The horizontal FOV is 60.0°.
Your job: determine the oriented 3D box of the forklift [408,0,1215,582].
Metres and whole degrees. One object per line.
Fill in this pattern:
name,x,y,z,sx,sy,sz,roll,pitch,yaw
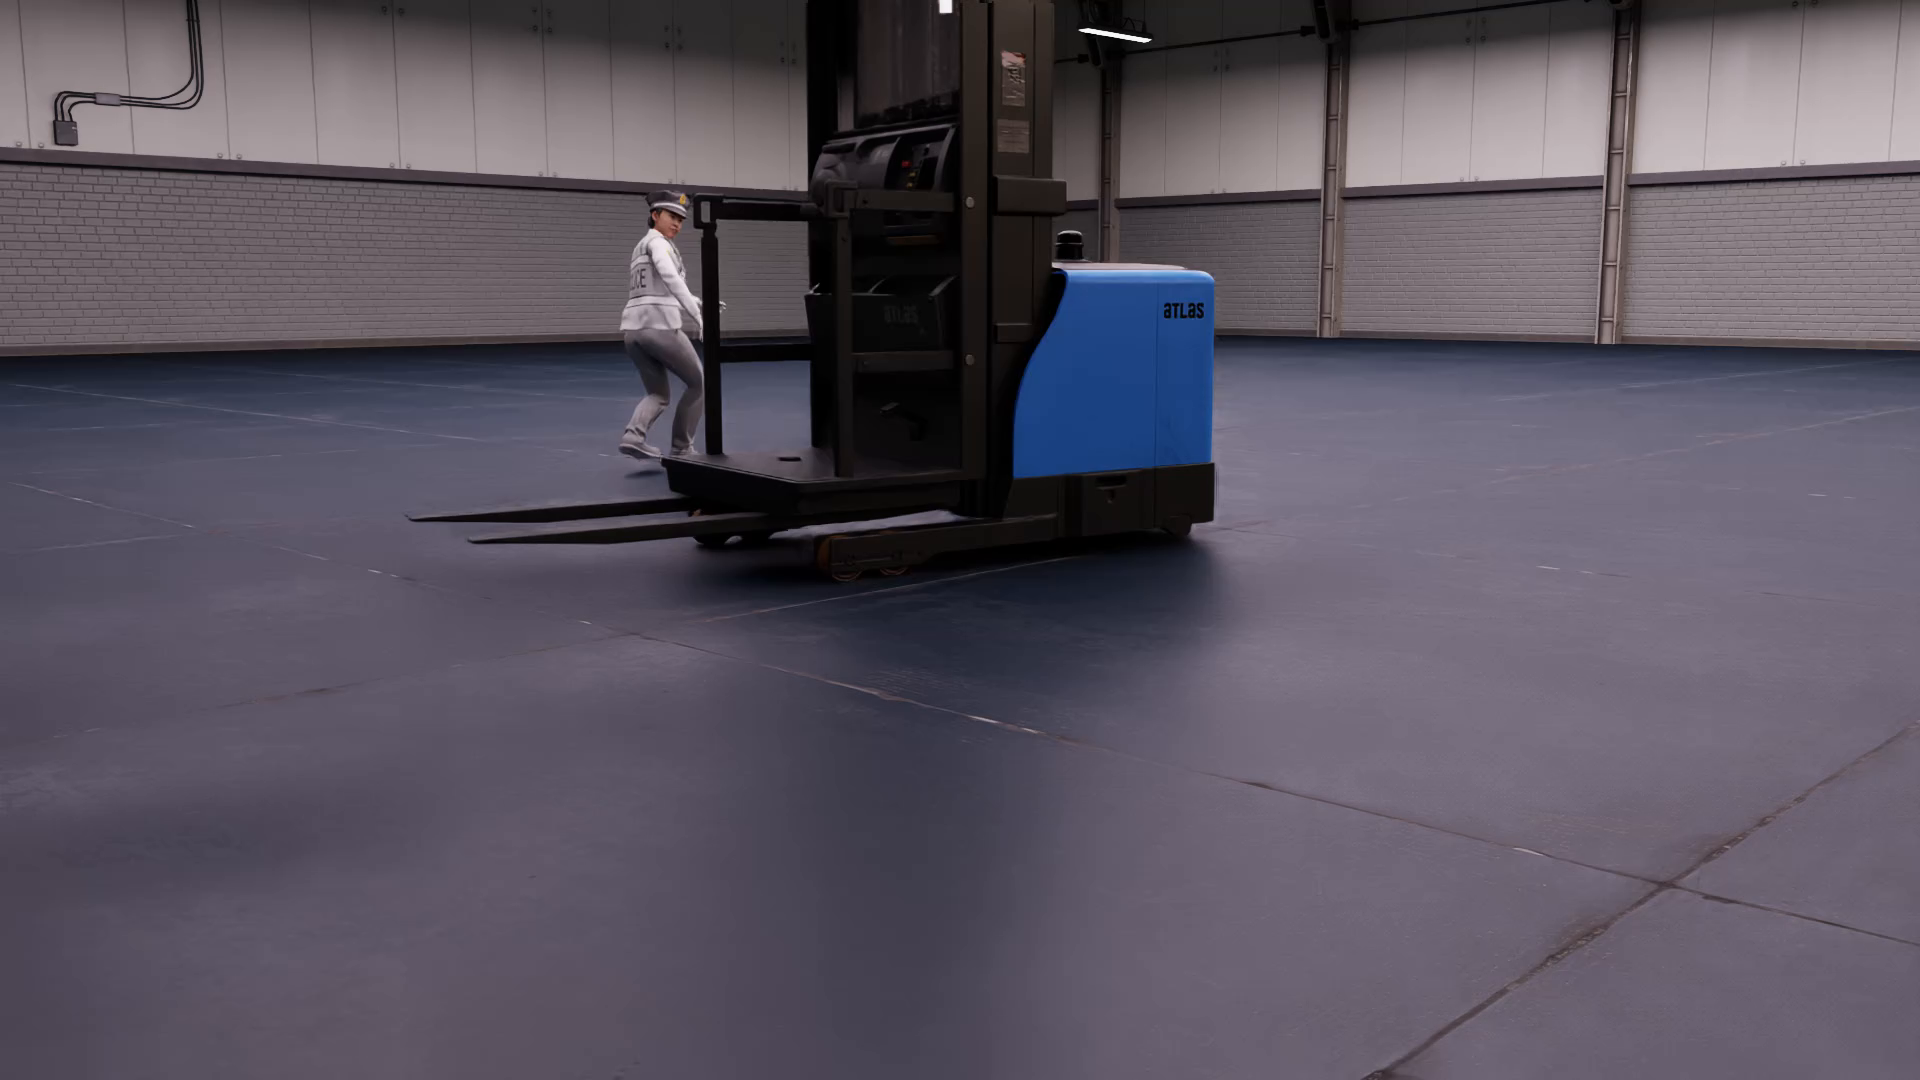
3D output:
forklift,-0.467,-1.393,6.122,3.031,2.935,1.130,-6,10,-35

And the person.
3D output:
person,-1.555,-1.167,9.318,0.802,1.552,0.815,-8,12,-42
